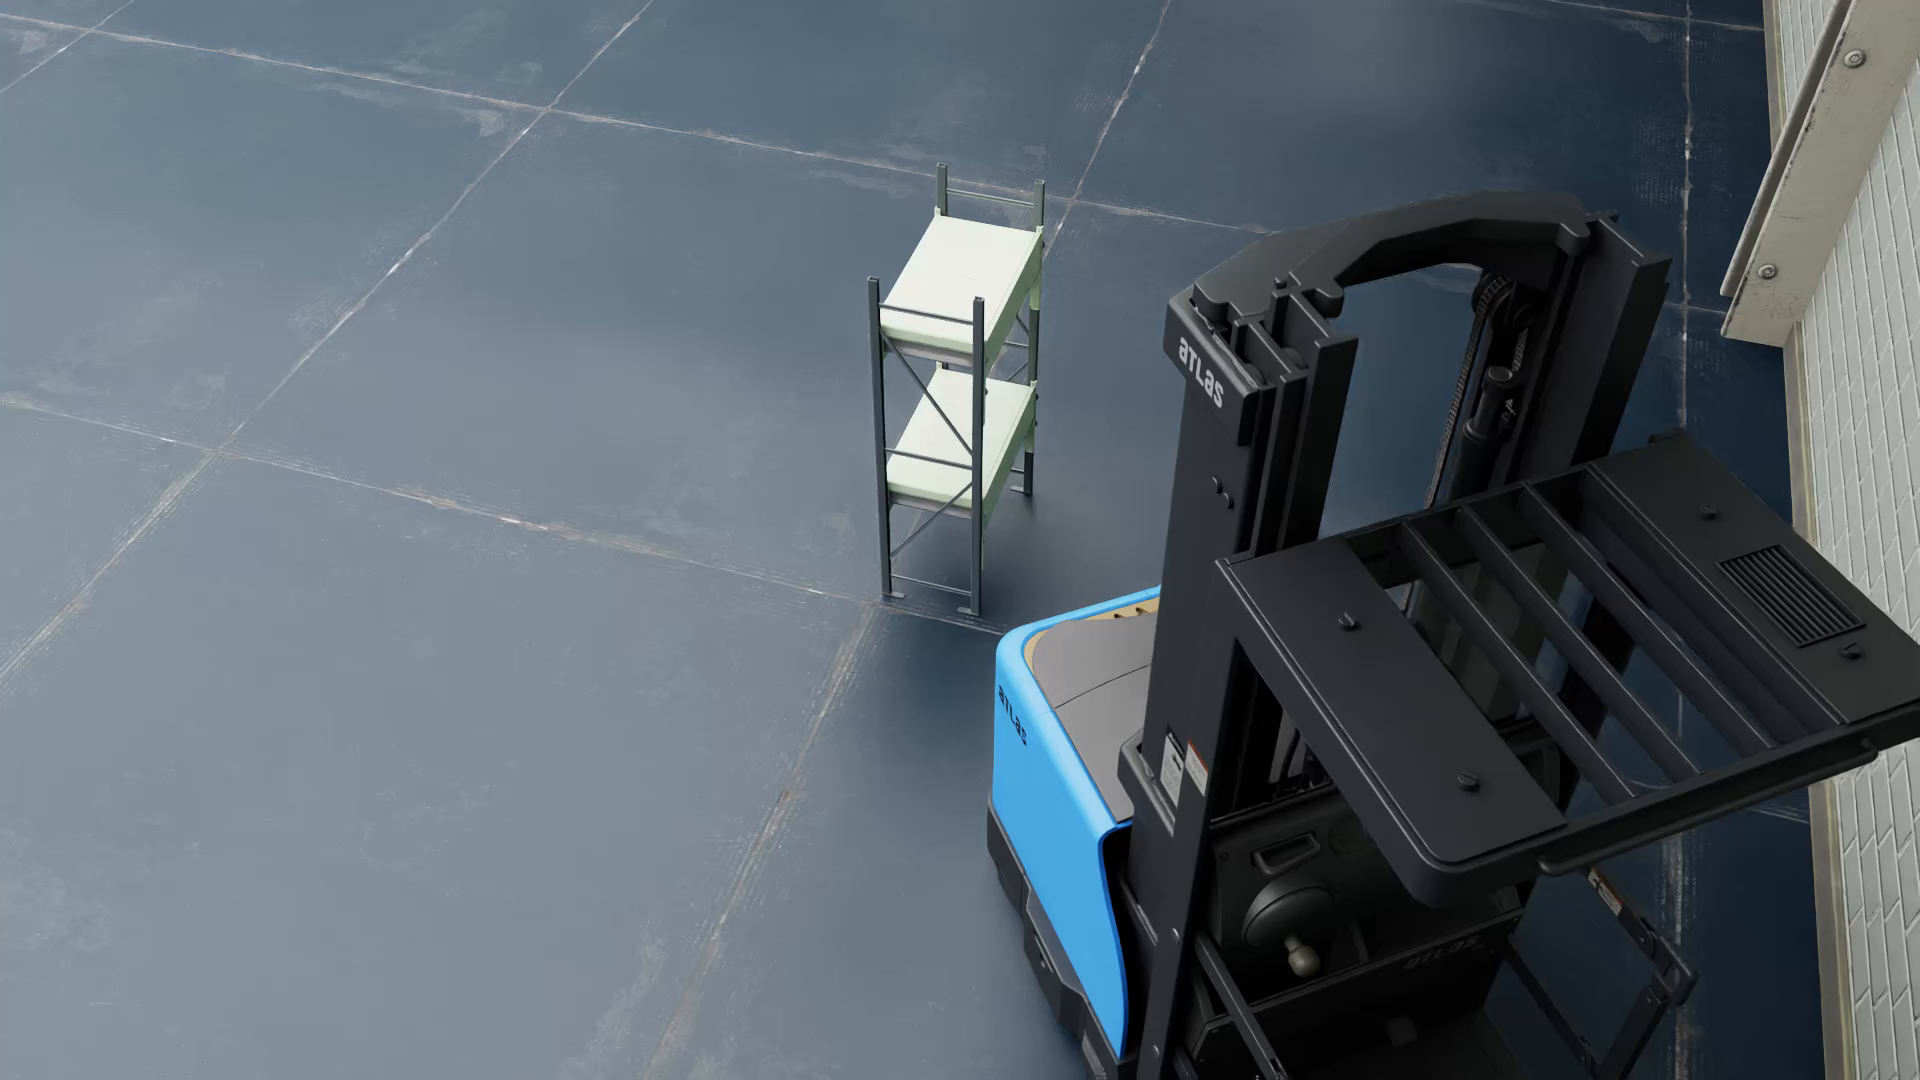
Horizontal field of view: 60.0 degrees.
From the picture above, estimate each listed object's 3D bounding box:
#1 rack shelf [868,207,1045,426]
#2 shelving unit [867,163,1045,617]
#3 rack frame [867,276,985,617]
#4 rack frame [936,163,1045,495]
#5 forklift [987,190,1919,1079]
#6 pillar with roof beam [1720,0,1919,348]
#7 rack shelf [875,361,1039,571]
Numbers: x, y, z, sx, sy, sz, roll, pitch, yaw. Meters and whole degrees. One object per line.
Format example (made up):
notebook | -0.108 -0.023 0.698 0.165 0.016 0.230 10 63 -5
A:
rack shelf | -0.002 -0.811 5.948 0.431 0.370 0.720 13 46 12
shelving unit | -0.002 -0.532 6.221 0.431 1.500 0.755 13 46 12
rack frame | -0.113 -0.288 5.972 0.400 1.500 0.023 13 46 12
rack frame | 0.109 -0.776 6.470 0.400 1.500 0.023 13 46 12
forklift | 1.098 0.834 3.802 1.130 2.935 3.031 -15 46 -15
pillar with roof beam | -0.365 -5.172 5.601 9.100 9.000 0.400 13 46 13
rack shelf | -0.002 -0.299 6.449 0.431 0.370 0.720 13 46 12
